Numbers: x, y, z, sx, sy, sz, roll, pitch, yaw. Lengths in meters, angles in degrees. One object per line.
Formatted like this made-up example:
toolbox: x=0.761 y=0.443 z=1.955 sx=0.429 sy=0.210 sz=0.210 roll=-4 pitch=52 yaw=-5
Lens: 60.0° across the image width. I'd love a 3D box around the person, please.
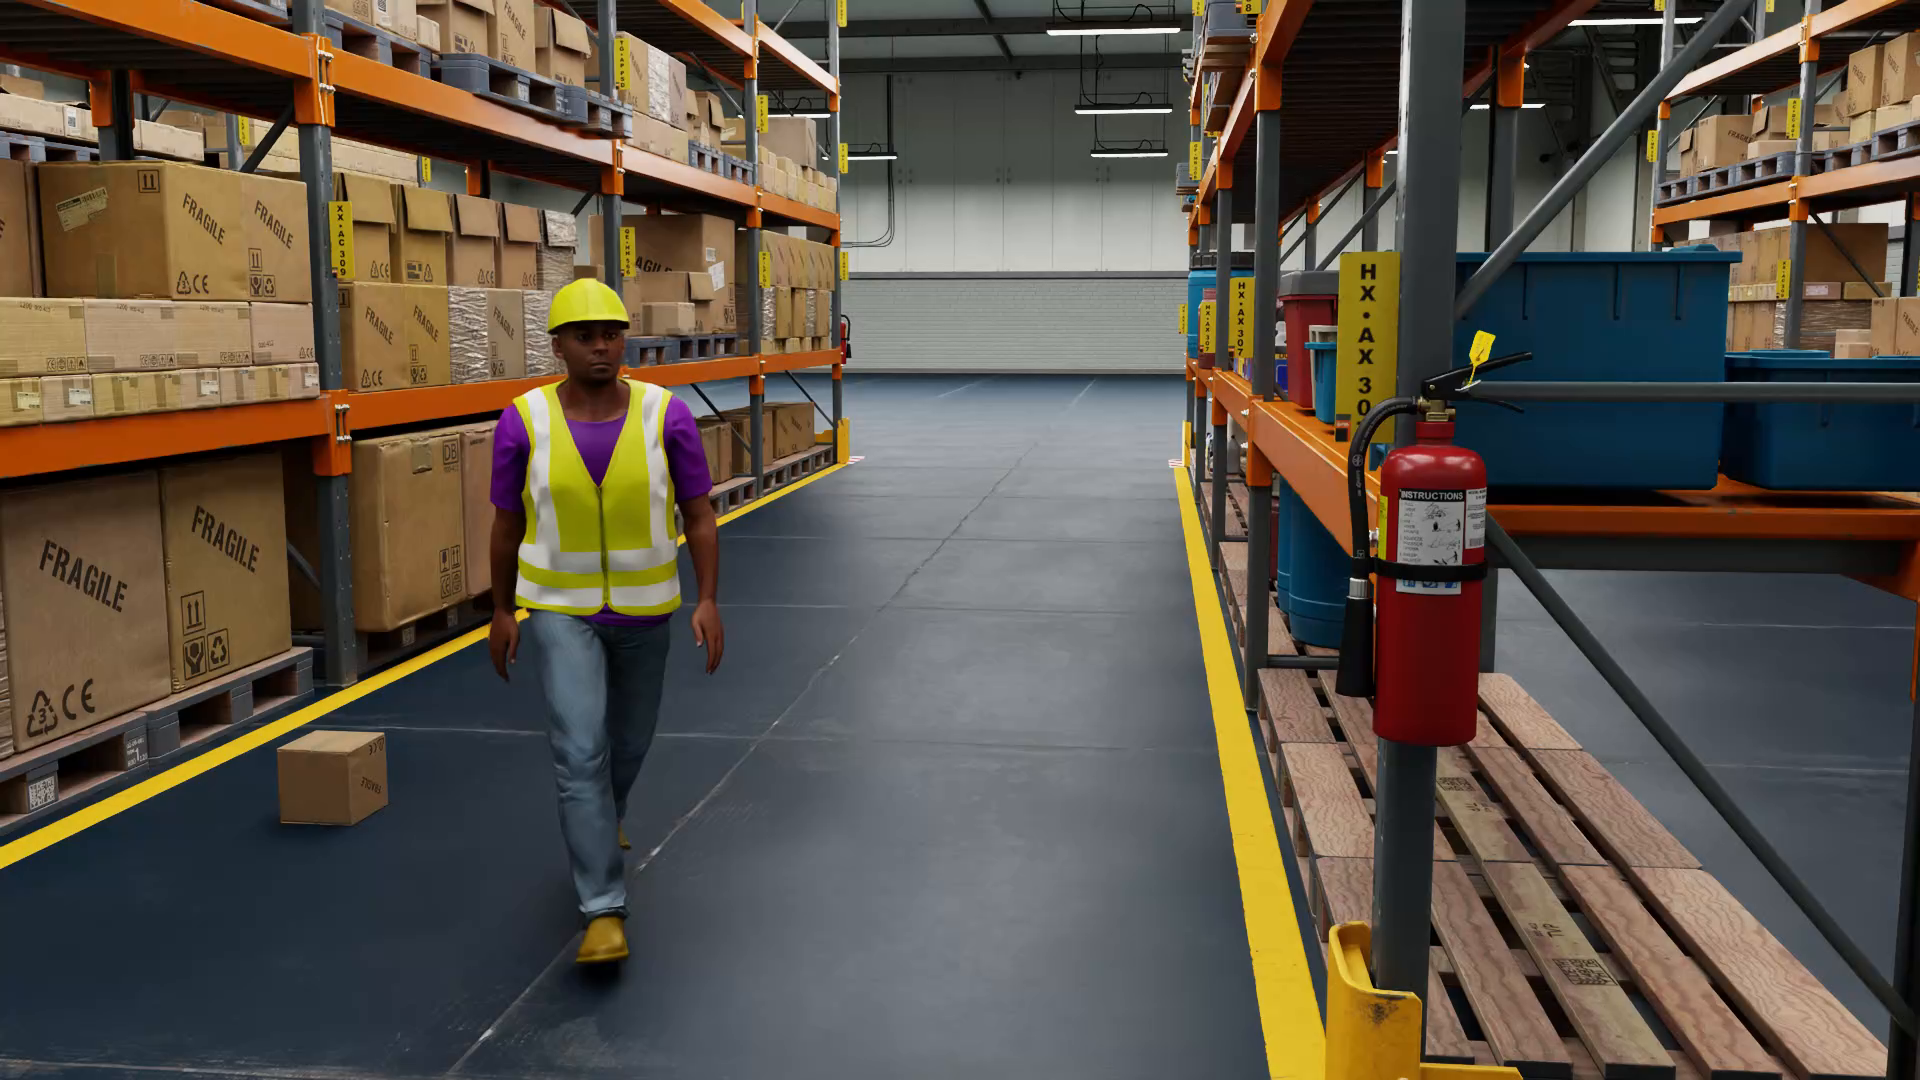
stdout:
person: x=-0.979 y=0.133 z=4.527 sx=0.595 sy=1.665 sz=0.865 roll=-3 pitch=8 yaw=-20
